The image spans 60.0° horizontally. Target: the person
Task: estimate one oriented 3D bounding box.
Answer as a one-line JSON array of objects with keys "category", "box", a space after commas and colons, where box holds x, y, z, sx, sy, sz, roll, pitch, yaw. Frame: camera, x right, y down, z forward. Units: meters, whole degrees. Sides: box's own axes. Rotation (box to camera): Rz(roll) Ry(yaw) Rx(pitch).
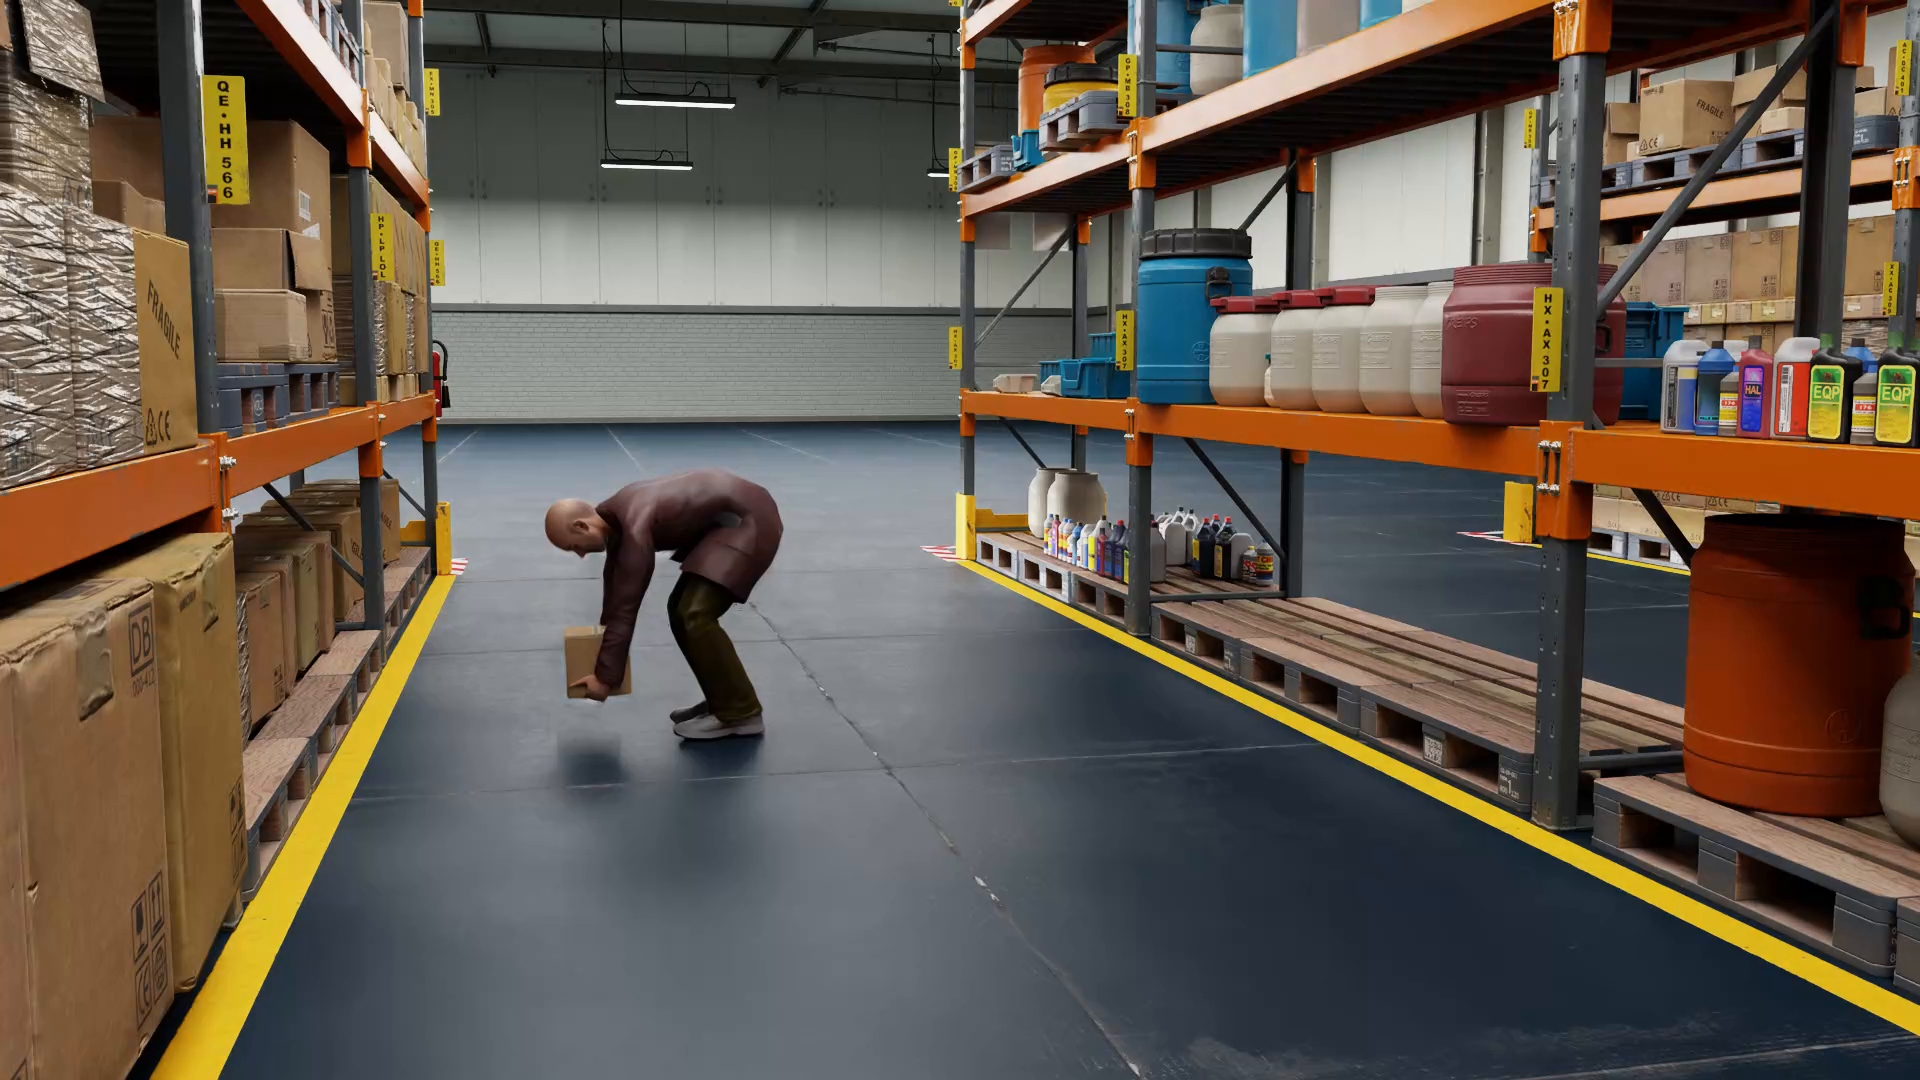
[{"category": "person", "box": [-1.194, 0.252, 6.771, 0.950, 1.090, 0.578, -2, 6, -16]}]
